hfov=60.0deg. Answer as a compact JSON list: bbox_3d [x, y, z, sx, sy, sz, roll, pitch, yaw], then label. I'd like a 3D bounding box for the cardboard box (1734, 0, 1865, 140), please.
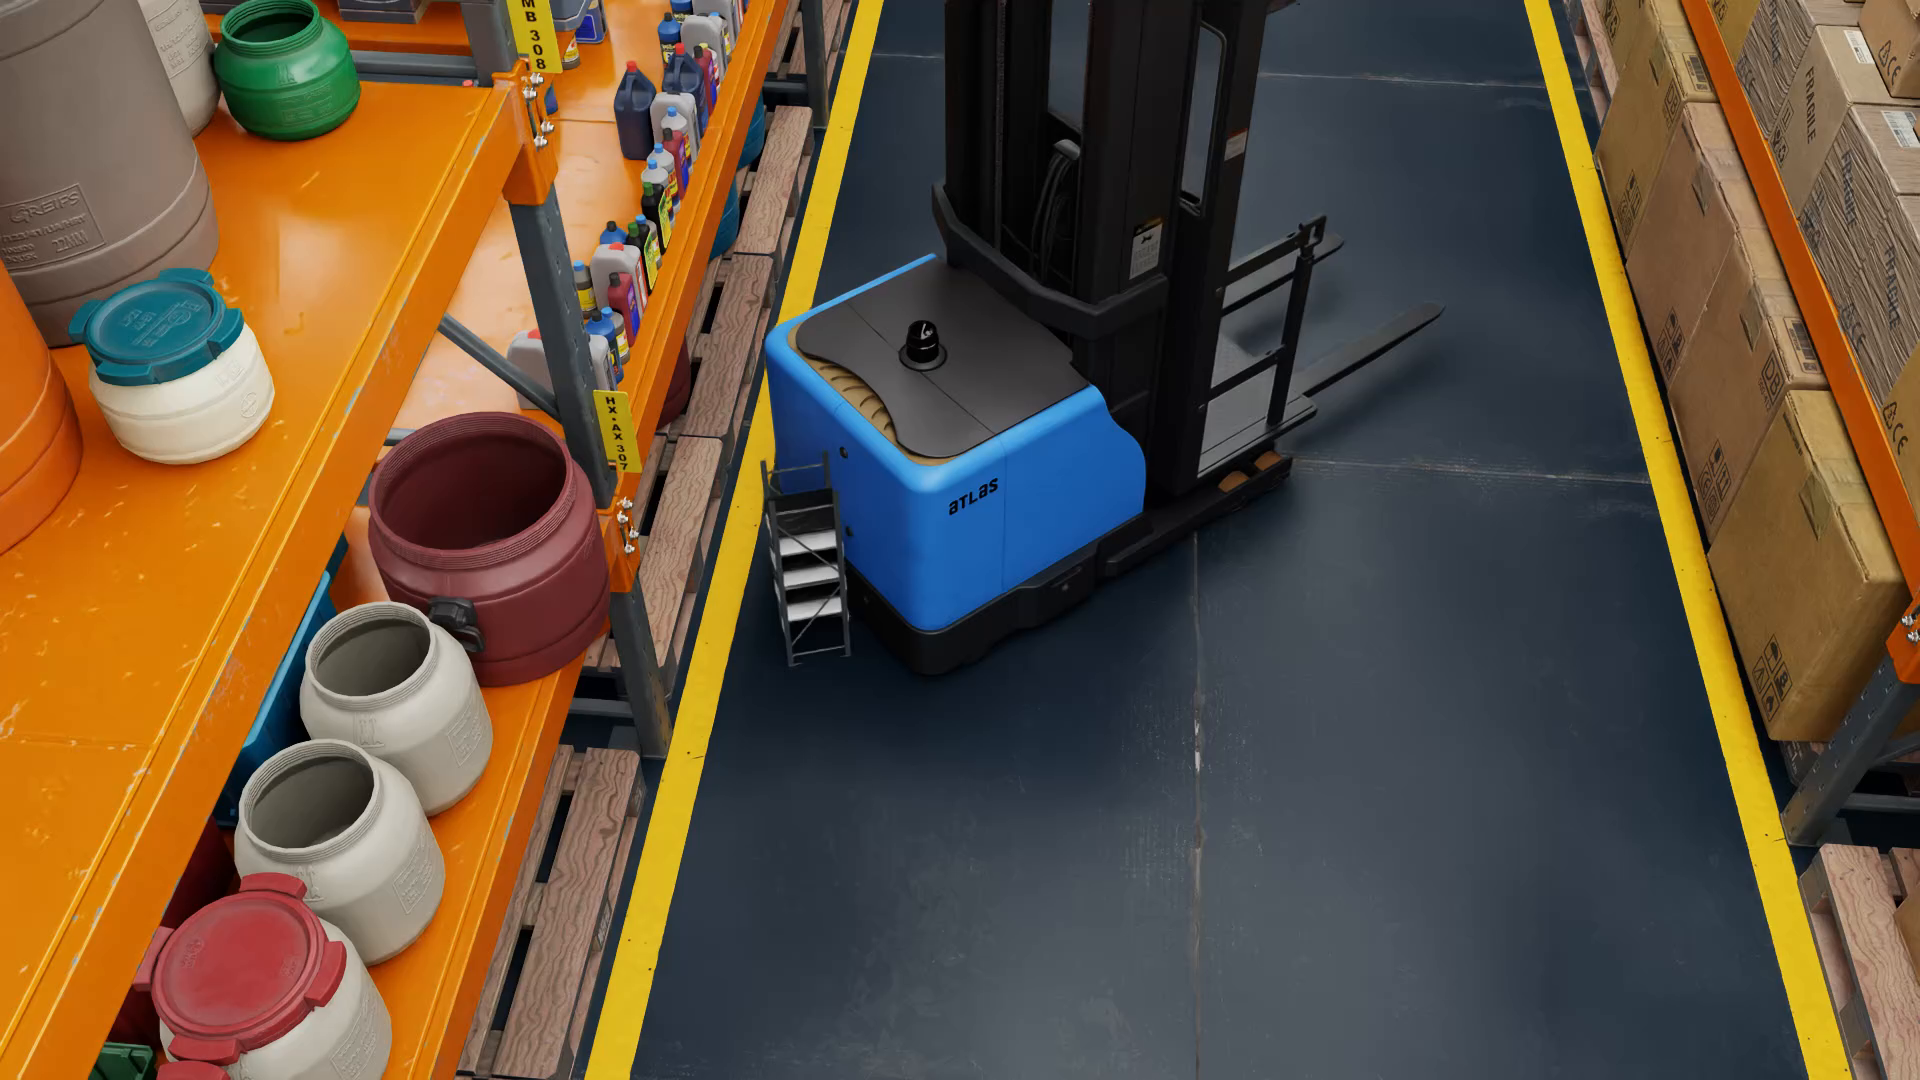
[{"bbox_3d":[3.360,-1.875,6.364,0.500,0.500,0.500,3,48,3],"label":"cardboard box"}]

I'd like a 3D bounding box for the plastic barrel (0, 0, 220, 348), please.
[{"bbox_3d":[-1.846,-0.886,3.155,0.600,0.901,0.600,0,48,0],"label":"plastic barrel"}]

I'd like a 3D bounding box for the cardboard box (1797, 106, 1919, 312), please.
[{"bbox_3d":[3.271,-1.121,5.675,0.500,0.500,0.500,2,48,2],"label":"cardboard box"}]

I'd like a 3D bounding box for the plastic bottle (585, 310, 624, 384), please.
[{"bbox_3d":[-1.156,-0.630,5.380,0.097,0.271,0.097,0,48,0],"label":"plastic bottle"}]

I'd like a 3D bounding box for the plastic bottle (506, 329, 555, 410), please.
[{"bbox_3d":[-1.345,-0.558,5.312,0.152,0.276,0.135,4,48,4],"label":"plastic bottle"}]

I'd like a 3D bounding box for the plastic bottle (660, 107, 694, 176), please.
[{"bbox_3d":[-1.051,-1.478,6.156,0.097,0.271,0.097,0,48,0],"label":"plastic bottle"}]

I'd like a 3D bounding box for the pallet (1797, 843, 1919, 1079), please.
[{"bbox_3d":[3.305,1.555,5.185,1.003,0.211,1.213,4,48,4],"label":"pallet"}]

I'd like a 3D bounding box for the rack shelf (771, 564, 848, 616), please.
[{"bbox_3d":[-0.556,0.167,6.155,0.258,0.077,0.200,-10,48,-9],"label":"rack shelf"}]

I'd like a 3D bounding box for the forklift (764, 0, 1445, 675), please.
[{"bbox_3d":[0.756,-1.392,6.037,3.031,2.935,1.130,-29,54,-24],"label":"forklift"}]

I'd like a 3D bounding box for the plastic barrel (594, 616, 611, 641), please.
[{"bbox_3d":[-1.527,-0.063,5.961,0.600,0.830,0.708,4,48,4],"label":"plastic barrel"}]

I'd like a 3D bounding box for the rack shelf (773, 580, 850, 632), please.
[{"bbox_3d":[-0.556,0.227,6.221,0.258,0.077,0.200,-10,48,-9],"label":"rack shelf"}]

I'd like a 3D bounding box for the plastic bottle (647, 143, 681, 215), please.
[{"bbox_3d":[-1.072,-1.309,6.001,0.097,0.271,0.097,0,48,0],"label":"plastic bottle"}]

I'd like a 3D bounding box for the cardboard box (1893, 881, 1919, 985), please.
[{"bbox_3d":[3.336,1.229,4.989,0.700,0.500,0.500,2,48,1],"label":"cardboard box"}]

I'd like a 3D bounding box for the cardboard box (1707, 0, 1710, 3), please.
[{"bbox_3d":[3.451,-2.612,7.039,0.500,0.500,0.500,4,48,4],"label":"cardboard box"}]

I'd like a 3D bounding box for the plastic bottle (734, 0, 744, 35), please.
[{"bbox_3d":[-0.984,-2.240,6.850,0.152,0.276,0.135,4,48,4],"label":"plastic bottle"}]

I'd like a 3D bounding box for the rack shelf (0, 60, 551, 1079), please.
[{"bbox_3d":[-1.737,0.407,2.800,1.077,0.370,4.000,4,48,4],"label":"rack shelf"}]

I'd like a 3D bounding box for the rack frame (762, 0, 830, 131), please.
[{"bbox_3d":[-1.190,-3.233,7.674,1.000,3.000,0.127,4,48,4],"label":"rack frame"}]

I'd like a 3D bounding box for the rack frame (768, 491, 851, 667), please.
[{"bbox_3d":[-0.533,0.157,5.997,0.240,0.900,0.006,-10,48,-9],"label":"rack frame"}]

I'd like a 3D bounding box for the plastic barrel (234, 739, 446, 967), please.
[{"bbox_3d":[-1.474,0.749,3.957,0.421,0.512,0.421,0,48,0],"label":"plastic barrel"}]

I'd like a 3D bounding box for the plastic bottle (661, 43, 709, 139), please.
[{"bbox_3d":[-1.049,-1.709,6.314,0.144,0.351,0.185,4,48,4],"label":"plastic bottle"}]

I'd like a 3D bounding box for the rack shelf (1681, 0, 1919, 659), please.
[{"bbox_3d":[3.560,-1.187,6.291,1.077,0.370,4.000,4,48,4],"label":"rack shelf"}]

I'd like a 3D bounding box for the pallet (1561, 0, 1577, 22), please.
[{"bbox_3d":[3.998,-3.411,9.727,1.003,0.211,1.213,4,48,4],"label":"pallet"}]

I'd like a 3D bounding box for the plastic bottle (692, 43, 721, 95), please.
[{"bbox_3d":[-1.000,-1.859,6.552,0.097,0.201,0.097,0,48,0],"label":"plastic bottle"}]

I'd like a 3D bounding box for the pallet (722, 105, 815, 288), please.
[{"bbox_3d":[-1.302,-1.727,8.187,1.003,0.211,1.213,4,48,4],"label":"pallet"}]

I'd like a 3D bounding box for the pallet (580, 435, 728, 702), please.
[{"bbox_3d":[-1.525,0.066,6.547,1.003,0.211,1.213,4,48,4],"label":"pallet"}]

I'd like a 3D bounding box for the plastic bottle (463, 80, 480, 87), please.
[{"bbox_3d":[-1.783,-1.557,6.174,0.144,0.351,0.185,4,48,4],"label":"plastic bottle"}]

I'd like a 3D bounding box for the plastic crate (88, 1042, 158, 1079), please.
[{"bbox_3d":[-2.042,1.419,3.563,0.450,0.188,0.662,4,48,4],"label":"plastic crate"}]

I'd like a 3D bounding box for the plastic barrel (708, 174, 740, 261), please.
[{"bbox_3d":[-1.322,-1.747,7.453,0.600,0.901,0.708,4,48,4],"label":"plastic barrel"}]

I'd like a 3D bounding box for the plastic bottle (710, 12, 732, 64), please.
[{"bbox_3d":[-0.979,-2.029,6.708,0.097,0.201,0.097,0,48,0],"label":"plastic bottle"}]

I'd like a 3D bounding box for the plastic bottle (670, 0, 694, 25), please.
[{"bbox_3d":[-1.122,-2.135,6.757,0.097,0.271,0.097,0,48,0],"label":"plastic bottle"}]

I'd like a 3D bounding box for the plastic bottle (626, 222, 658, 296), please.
[{"bbox_3d":[-1.094,-0.986,5.698,0.061,0.283,0.133,4,48,4],"label":"plastic bottle"}]

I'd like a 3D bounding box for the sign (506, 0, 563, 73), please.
[{"bbox_3d":[-1.007,-1.239,3.888,0.100,0.325,0.005,4,48,4],"label":"sign"}]

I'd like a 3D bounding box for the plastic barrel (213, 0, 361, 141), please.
[{"bbox_3d":[-1.527,-1.068,3.767,0.294,0.245,0.294,0,48,0],"label":"plastic barrel"}]

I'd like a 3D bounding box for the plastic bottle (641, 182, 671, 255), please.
[{"bbox_3d":[-1.073,-1.155,5.853,0.061,0.283,0.133,4,48,4],"label":"plastic bottle"}]

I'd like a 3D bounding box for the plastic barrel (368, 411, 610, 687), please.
[{"bbox_3d":[-1.296,0.022,4.605,0.600,0.536,0.708,4,48,4],"label":"plastic barrel"}]

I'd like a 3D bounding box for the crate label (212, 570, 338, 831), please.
[{"bbox_3d":[-1.915,0.407,4.321,0.502,0.435,0.616,4,48,4],"label":"crate label"}]

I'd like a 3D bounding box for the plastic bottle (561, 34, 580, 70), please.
[{"bbox_3d":[-1.592,-2.006,6.686,0.097,0.201,0.097,0,48,0],"label":"plastic bottle"}]

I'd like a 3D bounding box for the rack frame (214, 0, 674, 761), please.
[{"bbox_3d":[-1.555,-0.293,4.986,1.000,3.000,0.127,4,48,4],"label":"rack frame"}]

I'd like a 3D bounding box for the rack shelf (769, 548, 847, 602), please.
[{"bbox_3d":[-0.556,0.106,6.088,0.258,0.077,0.200,-10,48,-9],"label":"rack shelf"}]

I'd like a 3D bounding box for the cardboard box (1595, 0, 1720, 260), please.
[{"bbox_3d":[3.703,-1.853,7.567,1.225,0.875,0.875,4,48,4],"label":"cardboard box"}]

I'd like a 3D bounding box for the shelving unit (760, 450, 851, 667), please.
[{"bbox_3d":[-0.556,0.083,6.064,0.258,0.900,0.210,-10,48,-9],"label":"shelving unit"}]

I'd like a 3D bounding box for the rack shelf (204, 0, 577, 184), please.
[{"bbox_3d":[-1.373,-2.533,5.488,1.077,0.370,4.000,4,48,4],"label":"rack shelf"}]

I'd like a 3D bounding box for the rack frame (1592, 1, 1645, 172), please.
[{"bbox_3d":[3.742,-2.900,7.369,1.000,3.000,0.127,4,48,4],"label":"rack frame"}]

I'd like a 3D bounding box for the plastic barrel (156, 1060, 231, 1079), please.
[{"bbox_3d":[-1.547,1.373,3.370,0.433,0.535,0.433,0,48,0],"label":"plastic barrel"}]

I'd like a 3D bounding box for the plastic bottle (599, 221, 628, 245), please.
[{"bbox_3d":[-1.174,-0.974,5.695,0.097,0.271,0.097,0,48,0],"label":"plastic bottle"}]

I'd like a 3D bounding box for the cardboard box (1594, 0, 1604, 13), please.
[{"bbox_3d":[3.964,-3.465,9.042,0.875,0.875,0.875,4,48,4],"label":"cardboard box"}]

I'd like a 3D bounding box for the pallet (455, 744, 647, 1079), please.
[{"bbox_3d":[-1.664,1.214,5.496,1.003,0.211,1.213,4,48,4],"label":"pallet"}]

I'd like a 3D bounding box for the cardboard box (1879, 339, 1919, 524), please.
[{"bbox_3d":[3.176,-0.373,4.991,0.500,0.500,0.500,5,48,5],"label":"cardboard box"}]

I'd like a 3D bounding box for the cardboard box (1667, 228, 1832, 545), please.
[{"bbox_3d":[3.550,-0.545,6.371,1.225,0.875,0.875,4,48,4],"label":"cardboard box"}]

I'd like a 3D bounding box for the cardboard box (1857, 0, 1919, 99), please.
[{"bbox_3d":[3.577,-1.841,5.653,0.797,0.503,0.637,5,48,5],"label":"cardboard box"}]

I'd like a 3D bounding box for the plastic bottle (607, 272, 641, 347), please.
[{"bbox_3d":[-1.118,-0.789,5.518,0.061,0.283,0.133,4,48,4],"label":"plastic bottle"}]

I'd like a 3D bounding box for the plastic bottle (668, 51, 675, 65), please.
[{"bbox_3d":[-1.073,-1.789,6.440,0.097,0.271,0.097,0,48,0],"label":"plastic bottle"}]
